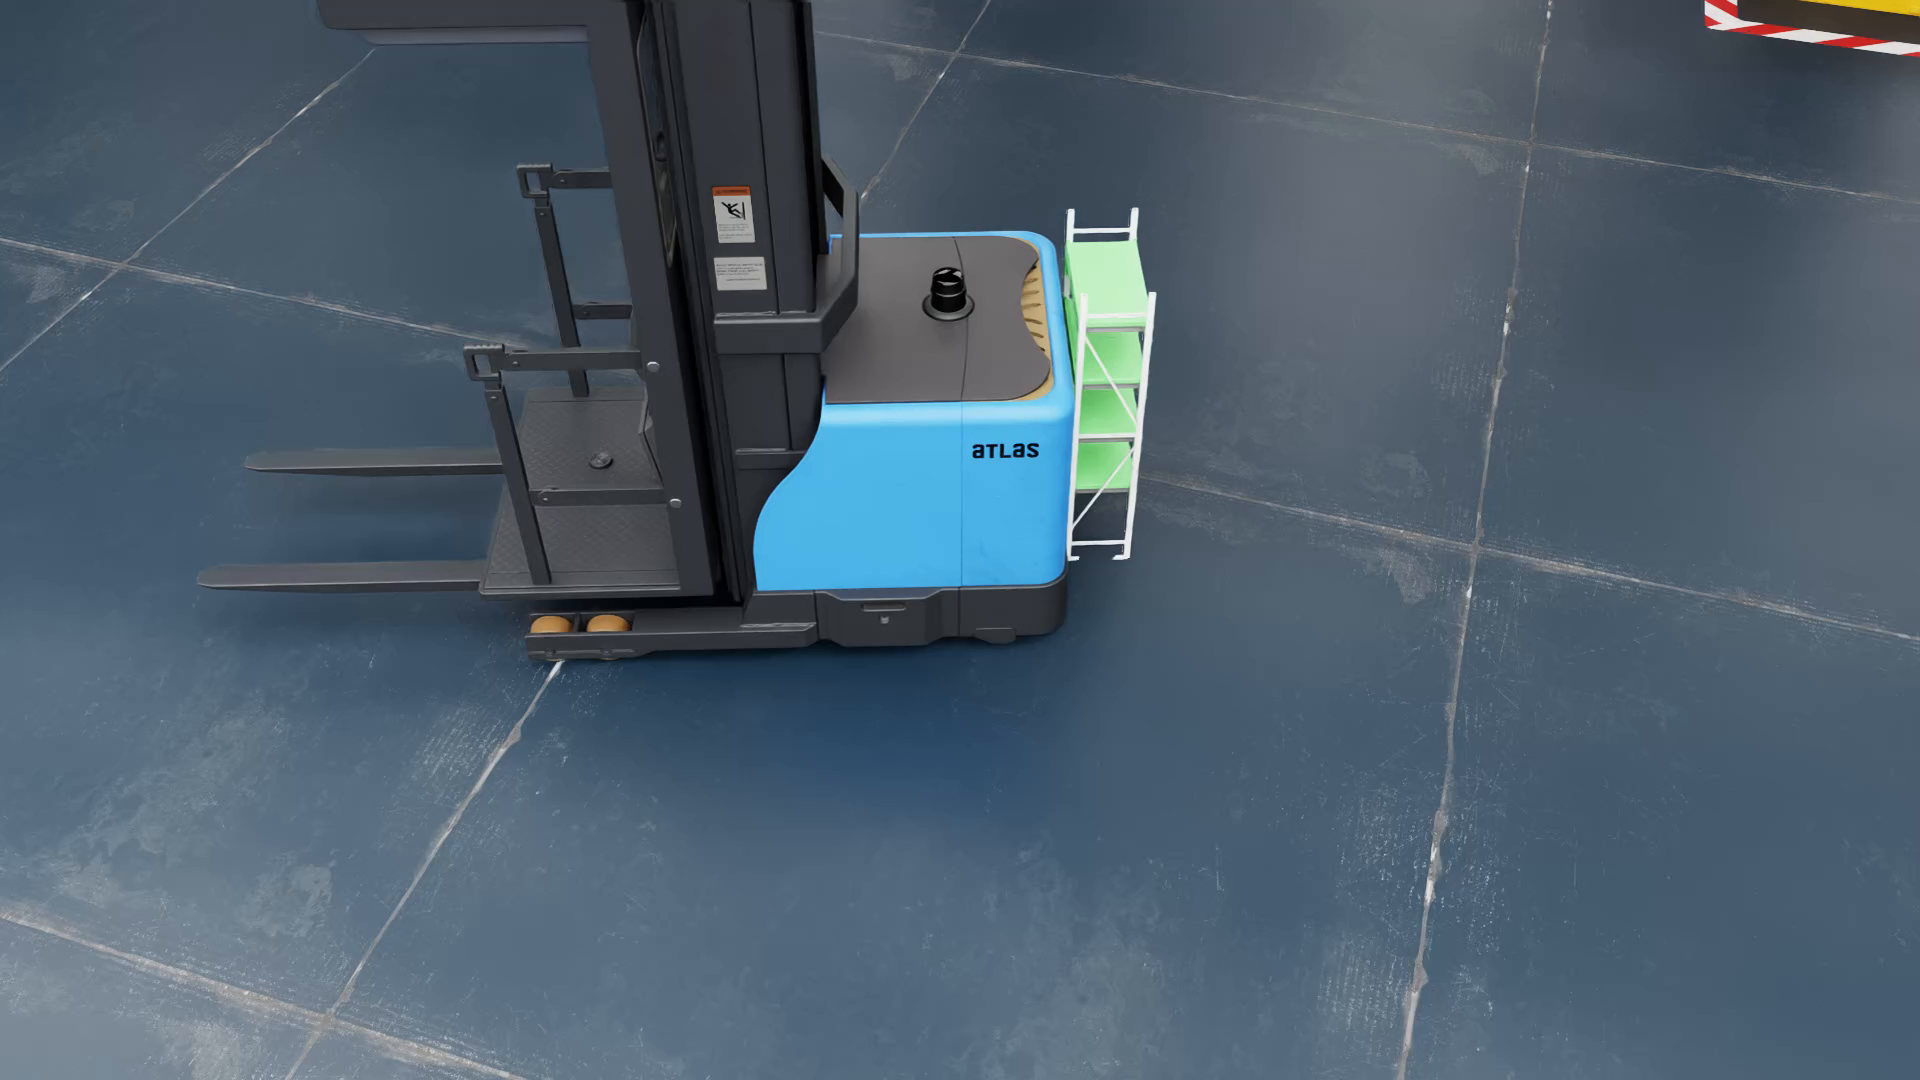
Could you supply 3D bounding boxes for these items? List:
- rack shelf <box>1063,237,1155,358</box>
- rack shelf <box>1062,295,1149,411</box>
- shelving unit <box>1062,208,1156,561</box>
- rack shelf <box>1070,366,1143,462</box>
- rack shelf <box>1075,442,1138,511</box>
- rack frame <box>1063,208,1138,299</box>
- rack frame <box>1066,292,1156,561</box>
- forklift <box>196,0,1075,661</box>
[{"bbox_3d":[0.499,-0.828,5.643,0.258,0.148,0.480,-2,44,-2],"label":"rack shelf"},{"bbox_3d":[0.499,-0.656,5.811,0.258,0.148,0.480,-2,44,-2],"label":"rack shelf"},{"bbox_3d":[0.499,-0.530,5.934,0.258,1.200,0.503,-2,44,-2],"label":"shelving unit"},{"bbox_3d":[0.499,-0.484,5.979,0.258,0.148,0.480,-2,44,-2],"label":"rack shelf"},{"bbox_3d":[0.499,-0.313,6.146,0.258,0.148,0.480,-2,44,-2],"label":"rack shelf"},{"bbox_3d":[0.490,-0.701,6.108,0.240,1.200,0.015,-2,44,-2],"label":"rack frame"},{"bbox_3d":[0.509,-0.360,5.760,0.240,1.200,0.015,-2,44,-2],"label":"rack frame"},{"bbox_3d":[-1.154,-1.002,5.178,3.031,2.935,1.130,-1,44,-1],"label":"forklift"}]
